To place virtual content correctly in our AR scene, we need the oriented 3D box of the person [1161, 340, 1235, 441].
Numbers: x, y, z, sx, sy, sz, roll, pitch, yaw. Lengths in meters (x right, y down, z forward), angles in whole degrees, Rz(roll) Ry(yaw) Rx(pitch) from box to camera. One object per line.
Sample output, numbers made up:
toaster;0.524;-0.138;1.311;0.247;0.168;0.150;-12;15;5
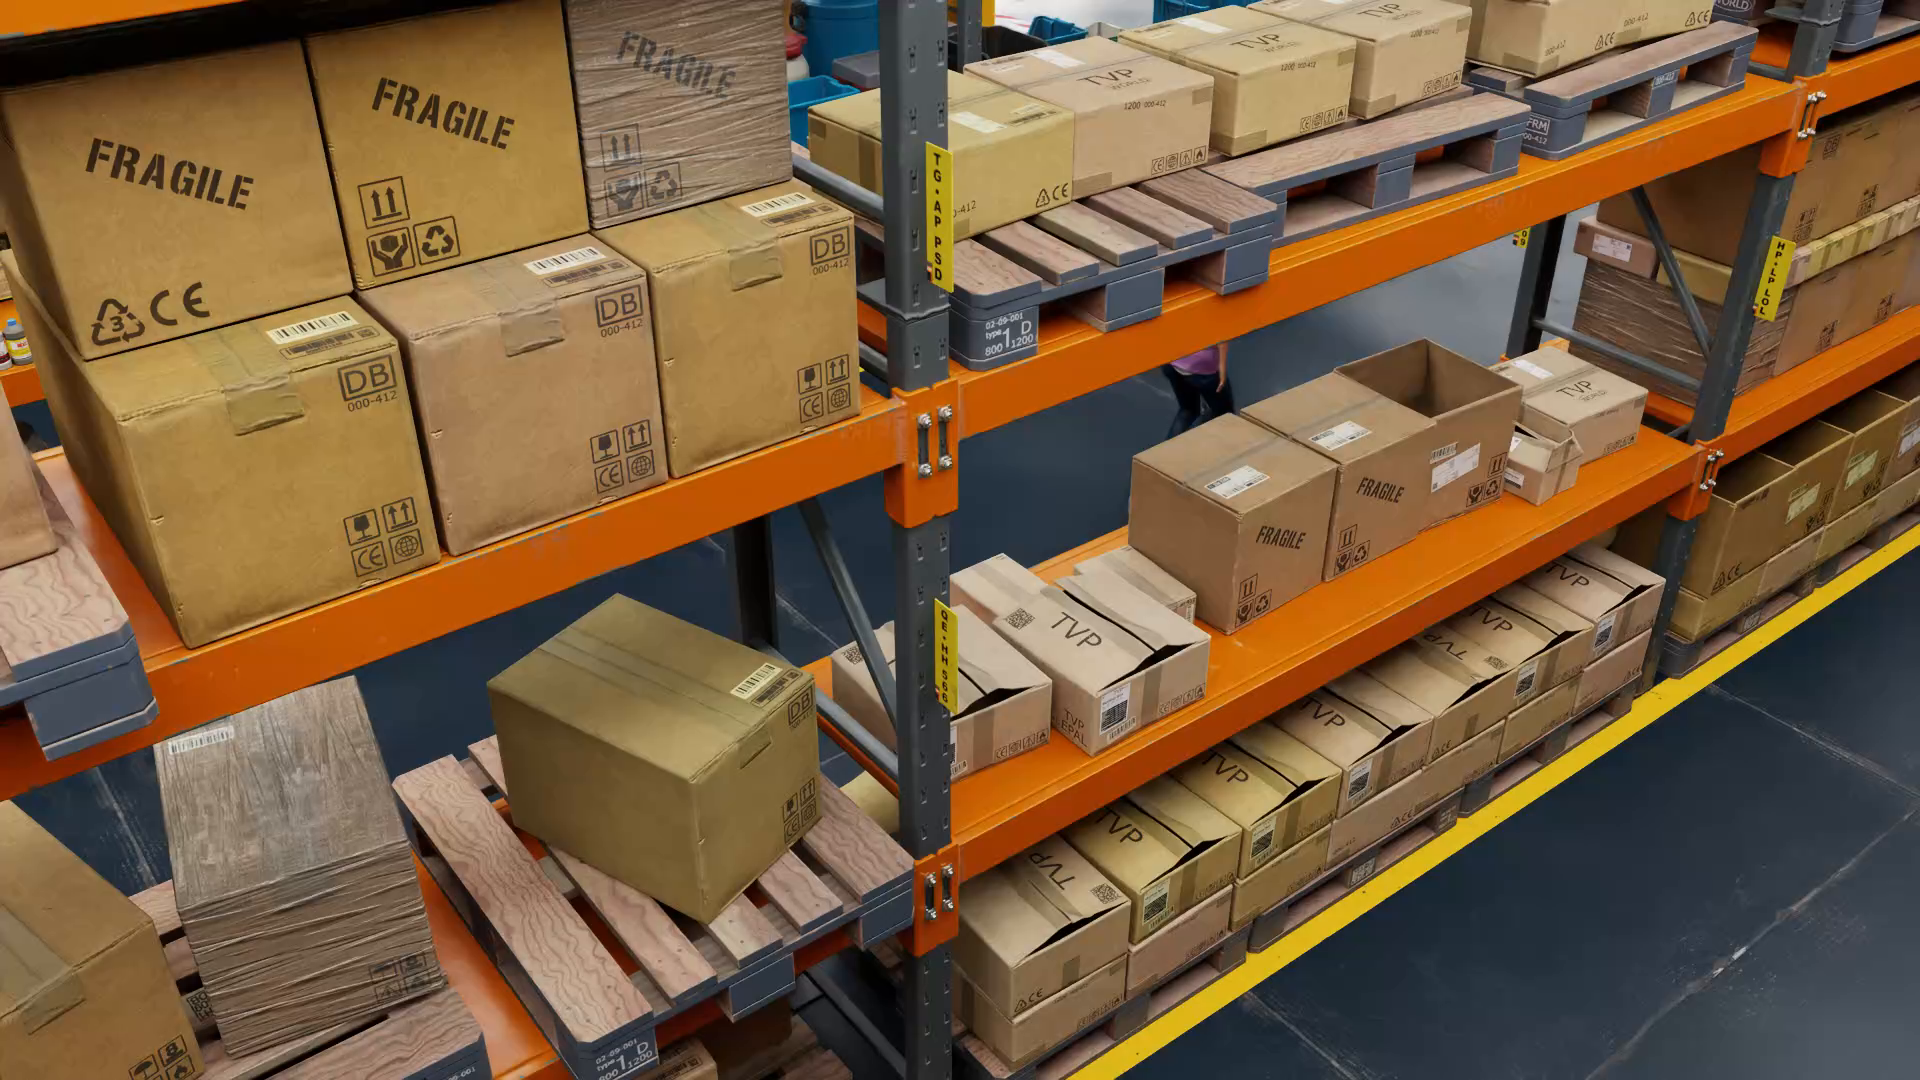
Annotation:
person;1.230;-0.938;8.702;0.579;1.495;0.609;-28;42;-36
